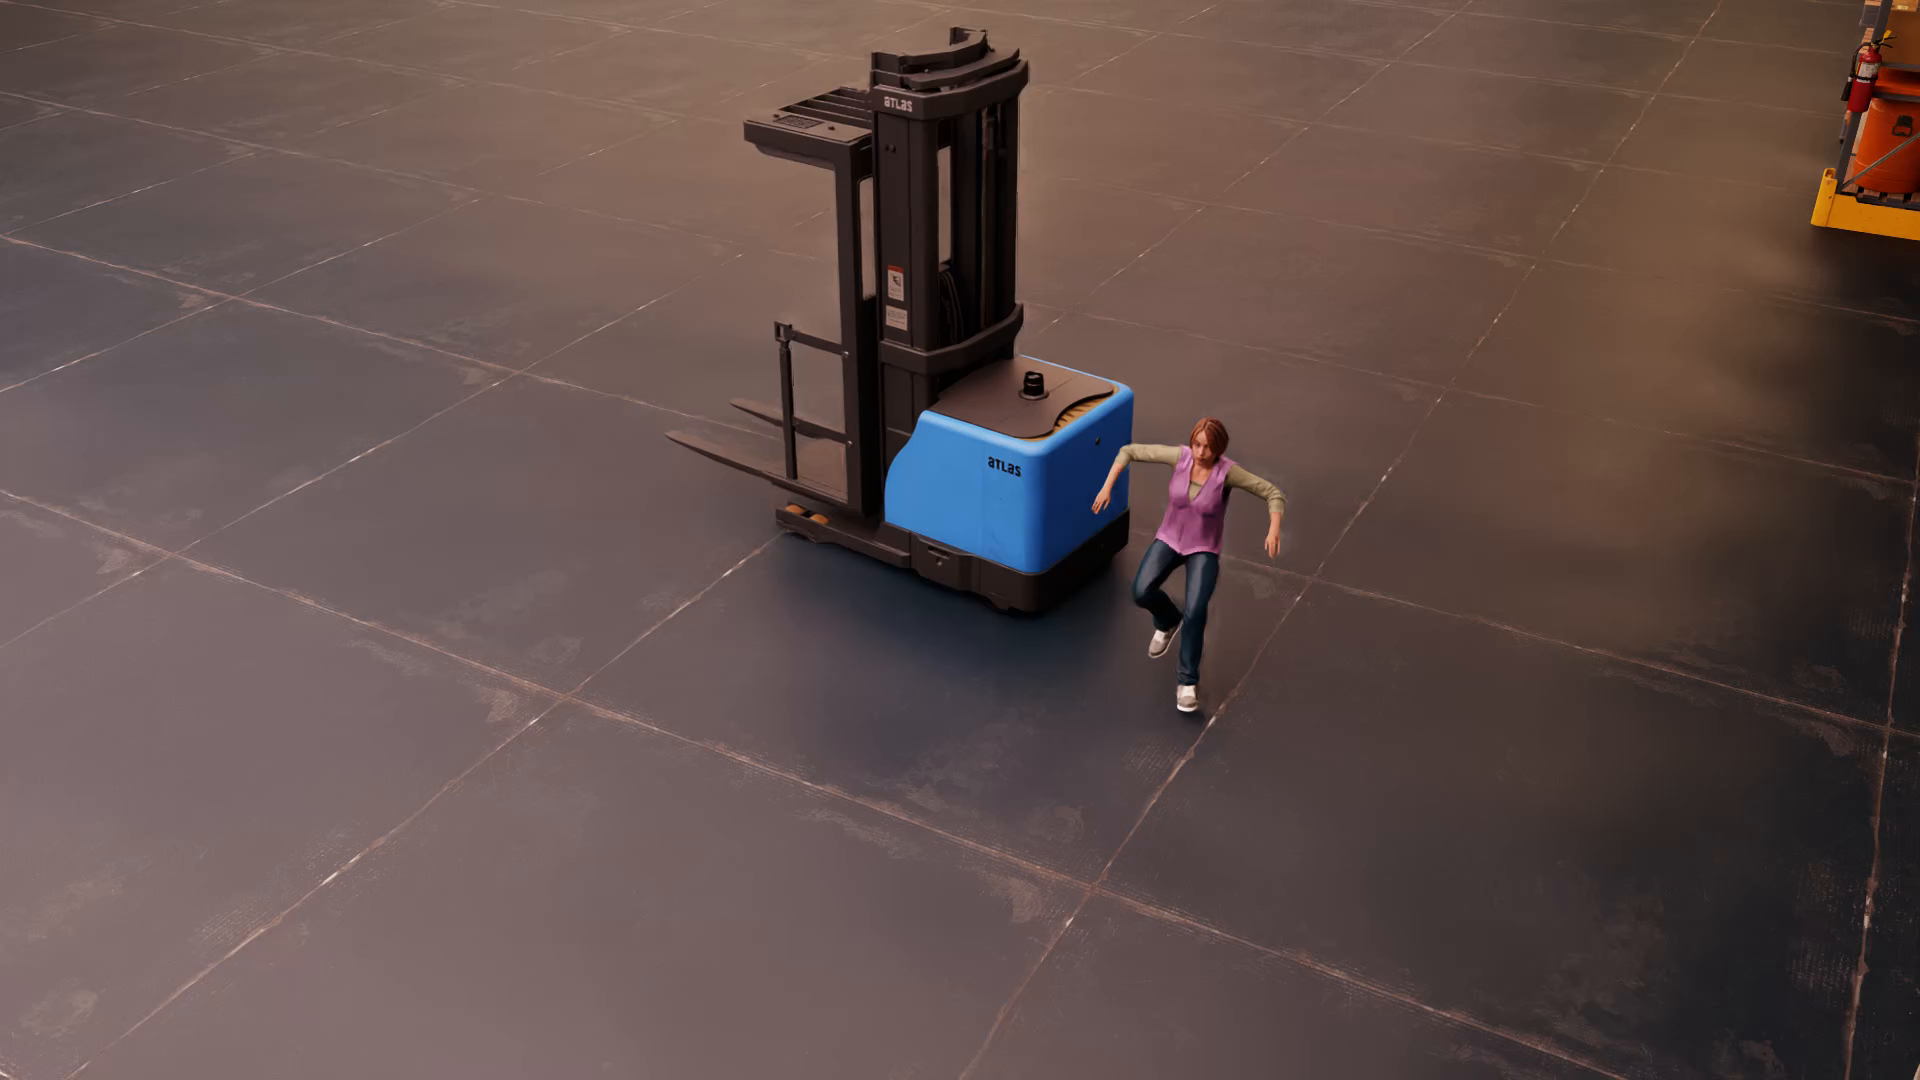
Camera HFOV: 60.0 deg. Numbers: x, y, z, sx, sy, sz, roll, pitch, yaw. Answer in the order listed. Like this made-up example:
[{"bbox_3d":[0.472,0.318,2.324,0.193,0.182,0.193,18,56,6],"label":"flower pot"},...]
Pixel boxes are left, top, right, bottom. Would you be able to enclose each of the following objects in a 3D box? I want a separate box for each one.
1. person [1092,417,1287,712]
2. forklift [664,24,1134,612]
[{"bbox_3d":[1.127,0.100,8.424,0.998,1.393,0.757,12,32,20],"label":"person"},{"bbox_3d":[-0.496,-1.448,9.579,3.031,2.935,1.130,20,36,31],"label":"forklift"}]
